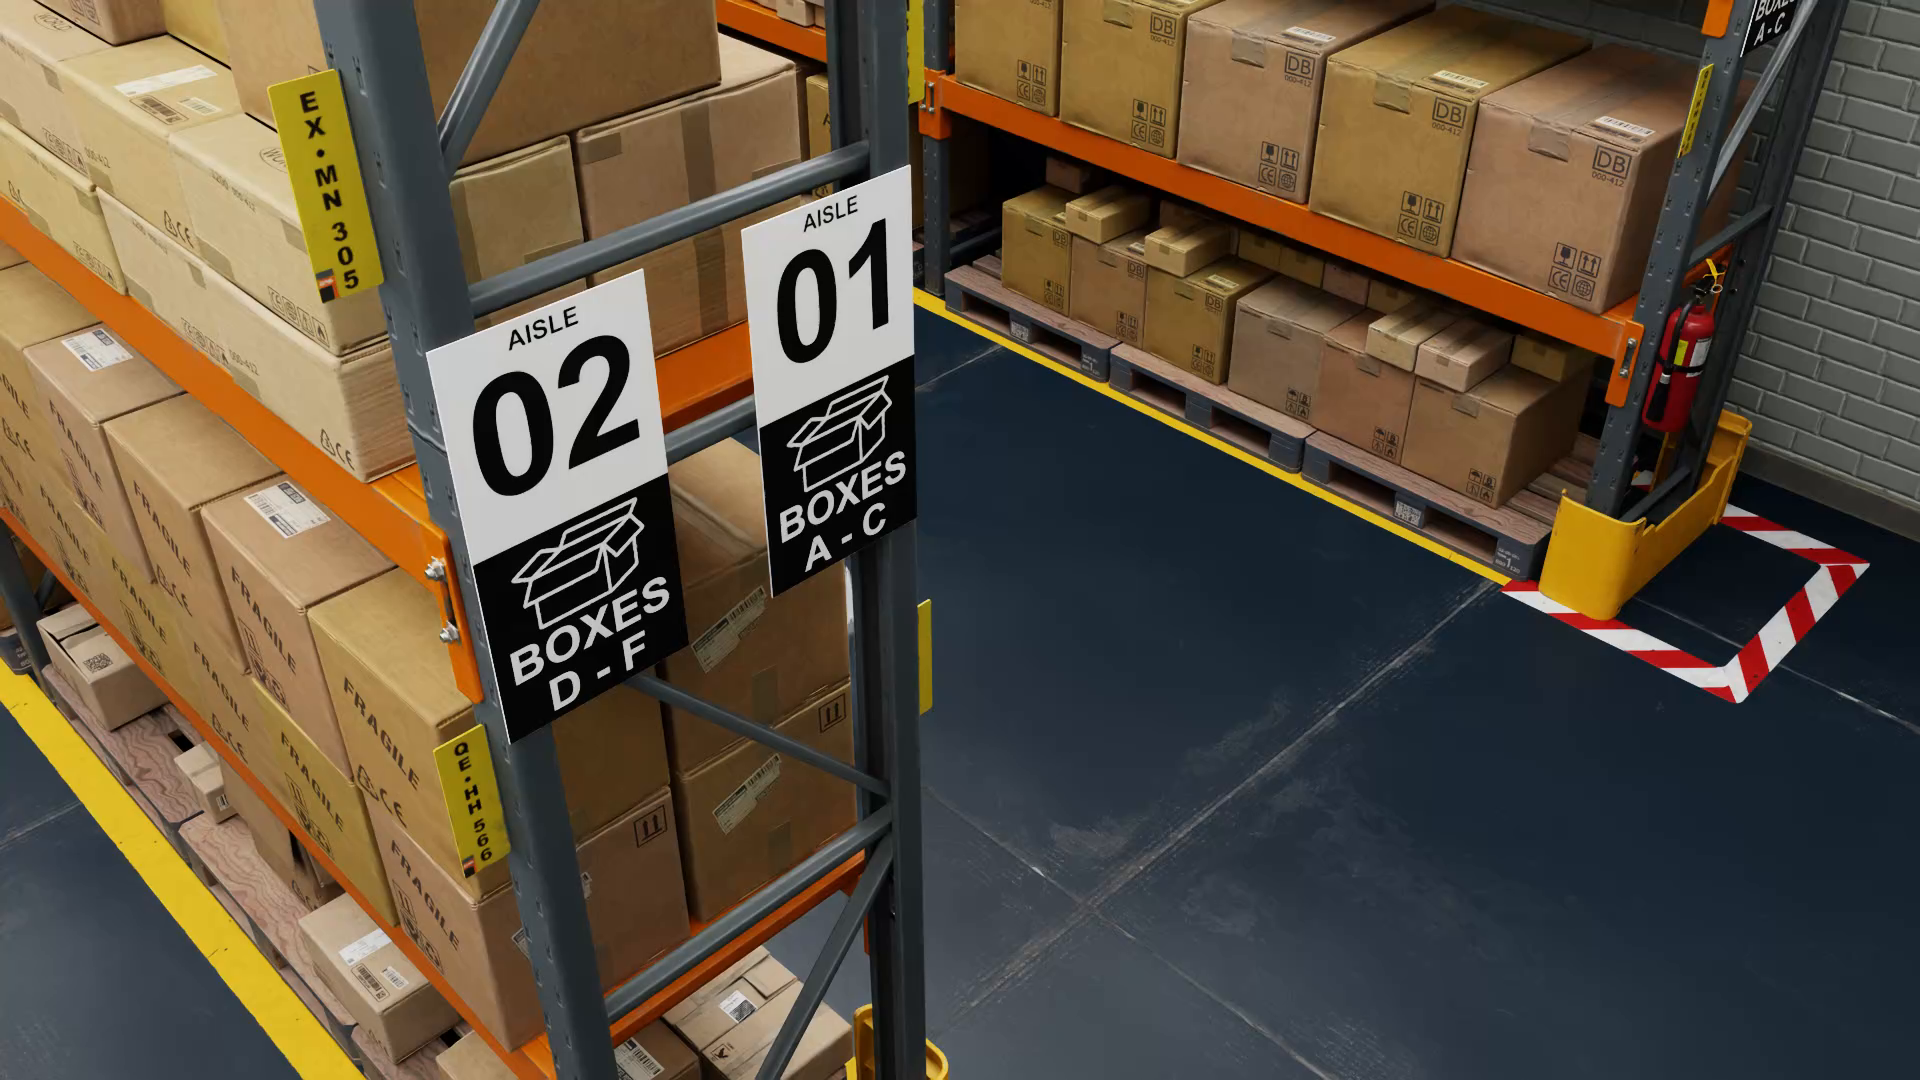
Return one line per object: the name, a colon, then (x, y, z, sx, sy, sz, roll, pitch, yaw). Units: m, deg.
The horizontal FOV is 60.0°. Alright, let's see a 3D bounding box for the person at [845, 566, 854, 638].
person: (-0.763, 0.266, 6.367, 0.903, 0.981, 0.467, 27, 43, 32)
